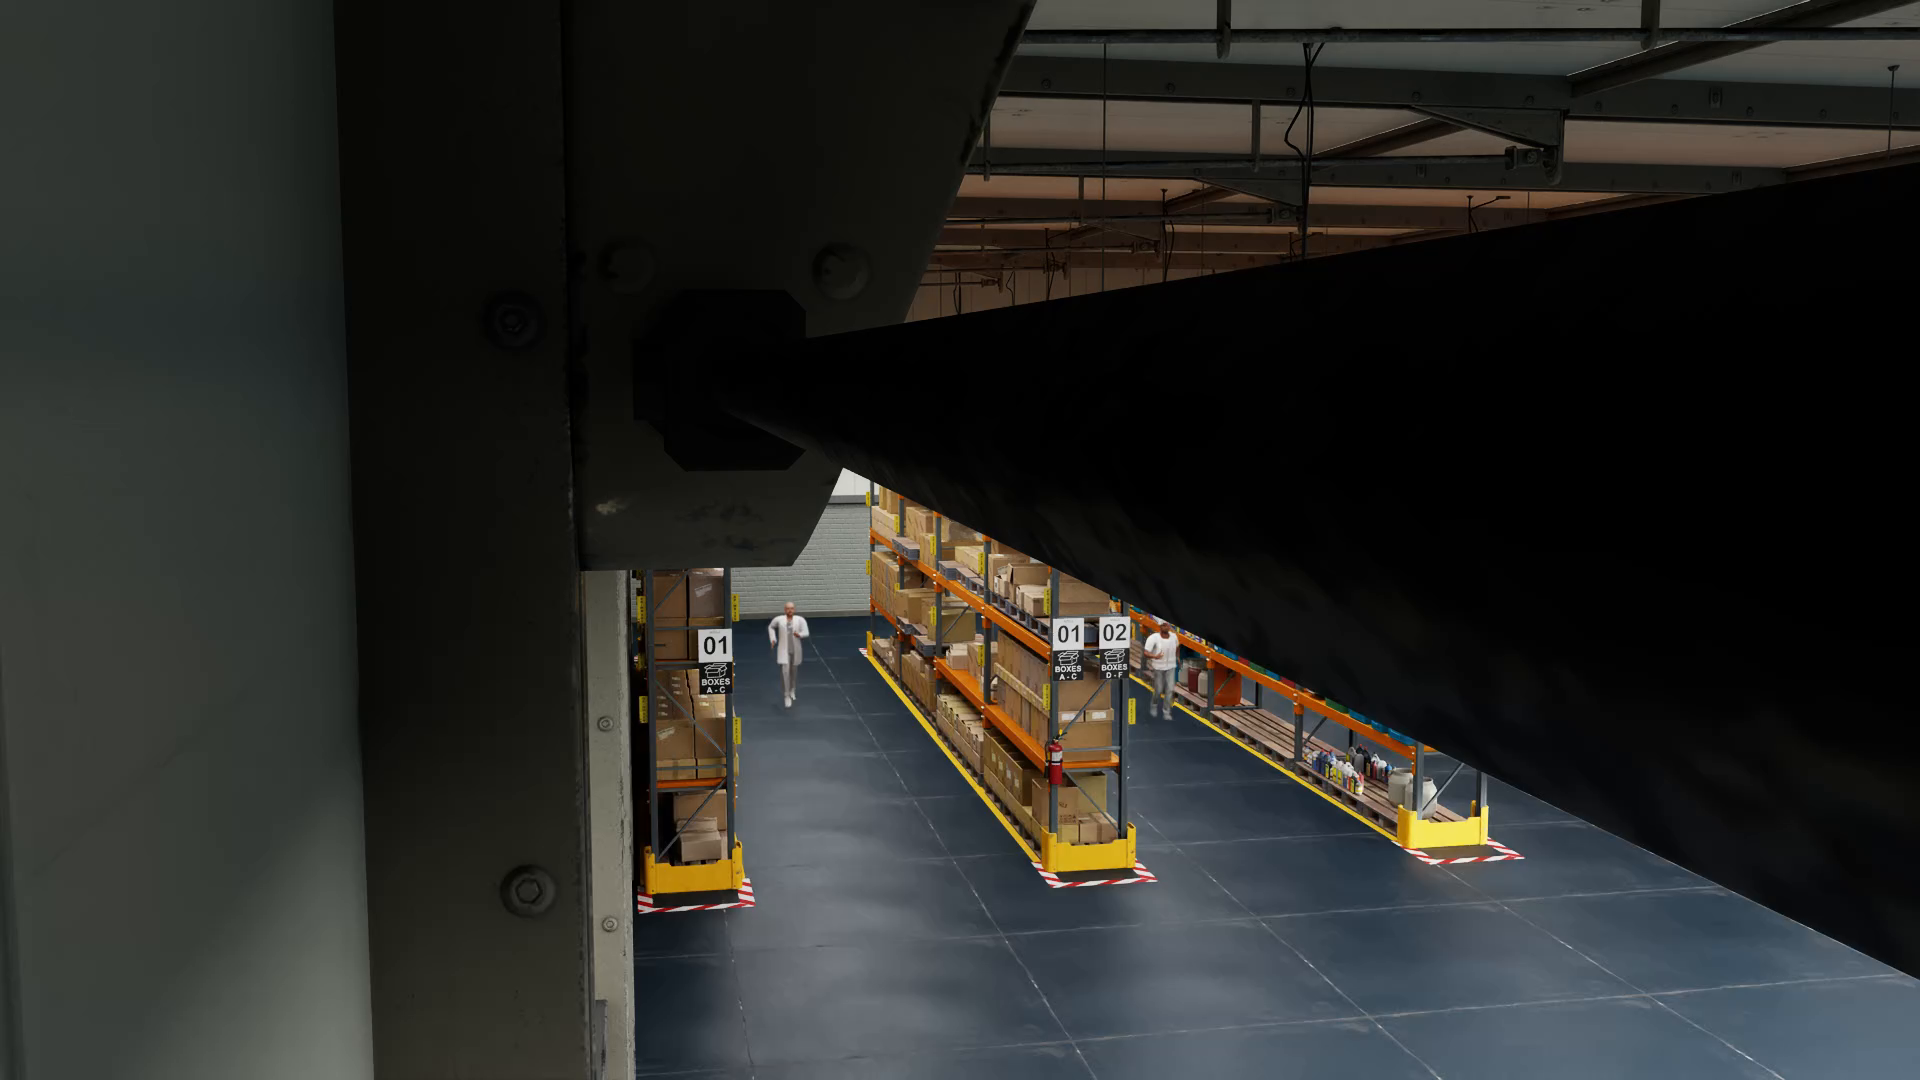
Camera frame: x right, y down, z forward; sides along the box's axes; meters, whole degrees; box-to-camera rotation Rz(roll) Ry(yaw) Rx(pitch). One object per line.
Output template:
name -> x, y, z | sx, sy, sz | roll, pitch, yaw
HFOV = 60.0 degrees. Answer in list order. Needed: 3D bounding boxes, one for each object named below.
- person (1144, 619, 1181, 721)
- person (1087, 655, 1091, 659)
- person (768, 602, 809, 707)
person -> 3.494, 2.204, 28.562 | 0.715, 1.769, 0.758 | -1, 6, -14
person -> 2.337, 1.962, 32.745 | 0.601, 1.658, 0.649 | -2, 6, -16
person -> -3.062, 2.027, 29.916 | 0.684, 1.829, 0.878 | -2, 6, -15
